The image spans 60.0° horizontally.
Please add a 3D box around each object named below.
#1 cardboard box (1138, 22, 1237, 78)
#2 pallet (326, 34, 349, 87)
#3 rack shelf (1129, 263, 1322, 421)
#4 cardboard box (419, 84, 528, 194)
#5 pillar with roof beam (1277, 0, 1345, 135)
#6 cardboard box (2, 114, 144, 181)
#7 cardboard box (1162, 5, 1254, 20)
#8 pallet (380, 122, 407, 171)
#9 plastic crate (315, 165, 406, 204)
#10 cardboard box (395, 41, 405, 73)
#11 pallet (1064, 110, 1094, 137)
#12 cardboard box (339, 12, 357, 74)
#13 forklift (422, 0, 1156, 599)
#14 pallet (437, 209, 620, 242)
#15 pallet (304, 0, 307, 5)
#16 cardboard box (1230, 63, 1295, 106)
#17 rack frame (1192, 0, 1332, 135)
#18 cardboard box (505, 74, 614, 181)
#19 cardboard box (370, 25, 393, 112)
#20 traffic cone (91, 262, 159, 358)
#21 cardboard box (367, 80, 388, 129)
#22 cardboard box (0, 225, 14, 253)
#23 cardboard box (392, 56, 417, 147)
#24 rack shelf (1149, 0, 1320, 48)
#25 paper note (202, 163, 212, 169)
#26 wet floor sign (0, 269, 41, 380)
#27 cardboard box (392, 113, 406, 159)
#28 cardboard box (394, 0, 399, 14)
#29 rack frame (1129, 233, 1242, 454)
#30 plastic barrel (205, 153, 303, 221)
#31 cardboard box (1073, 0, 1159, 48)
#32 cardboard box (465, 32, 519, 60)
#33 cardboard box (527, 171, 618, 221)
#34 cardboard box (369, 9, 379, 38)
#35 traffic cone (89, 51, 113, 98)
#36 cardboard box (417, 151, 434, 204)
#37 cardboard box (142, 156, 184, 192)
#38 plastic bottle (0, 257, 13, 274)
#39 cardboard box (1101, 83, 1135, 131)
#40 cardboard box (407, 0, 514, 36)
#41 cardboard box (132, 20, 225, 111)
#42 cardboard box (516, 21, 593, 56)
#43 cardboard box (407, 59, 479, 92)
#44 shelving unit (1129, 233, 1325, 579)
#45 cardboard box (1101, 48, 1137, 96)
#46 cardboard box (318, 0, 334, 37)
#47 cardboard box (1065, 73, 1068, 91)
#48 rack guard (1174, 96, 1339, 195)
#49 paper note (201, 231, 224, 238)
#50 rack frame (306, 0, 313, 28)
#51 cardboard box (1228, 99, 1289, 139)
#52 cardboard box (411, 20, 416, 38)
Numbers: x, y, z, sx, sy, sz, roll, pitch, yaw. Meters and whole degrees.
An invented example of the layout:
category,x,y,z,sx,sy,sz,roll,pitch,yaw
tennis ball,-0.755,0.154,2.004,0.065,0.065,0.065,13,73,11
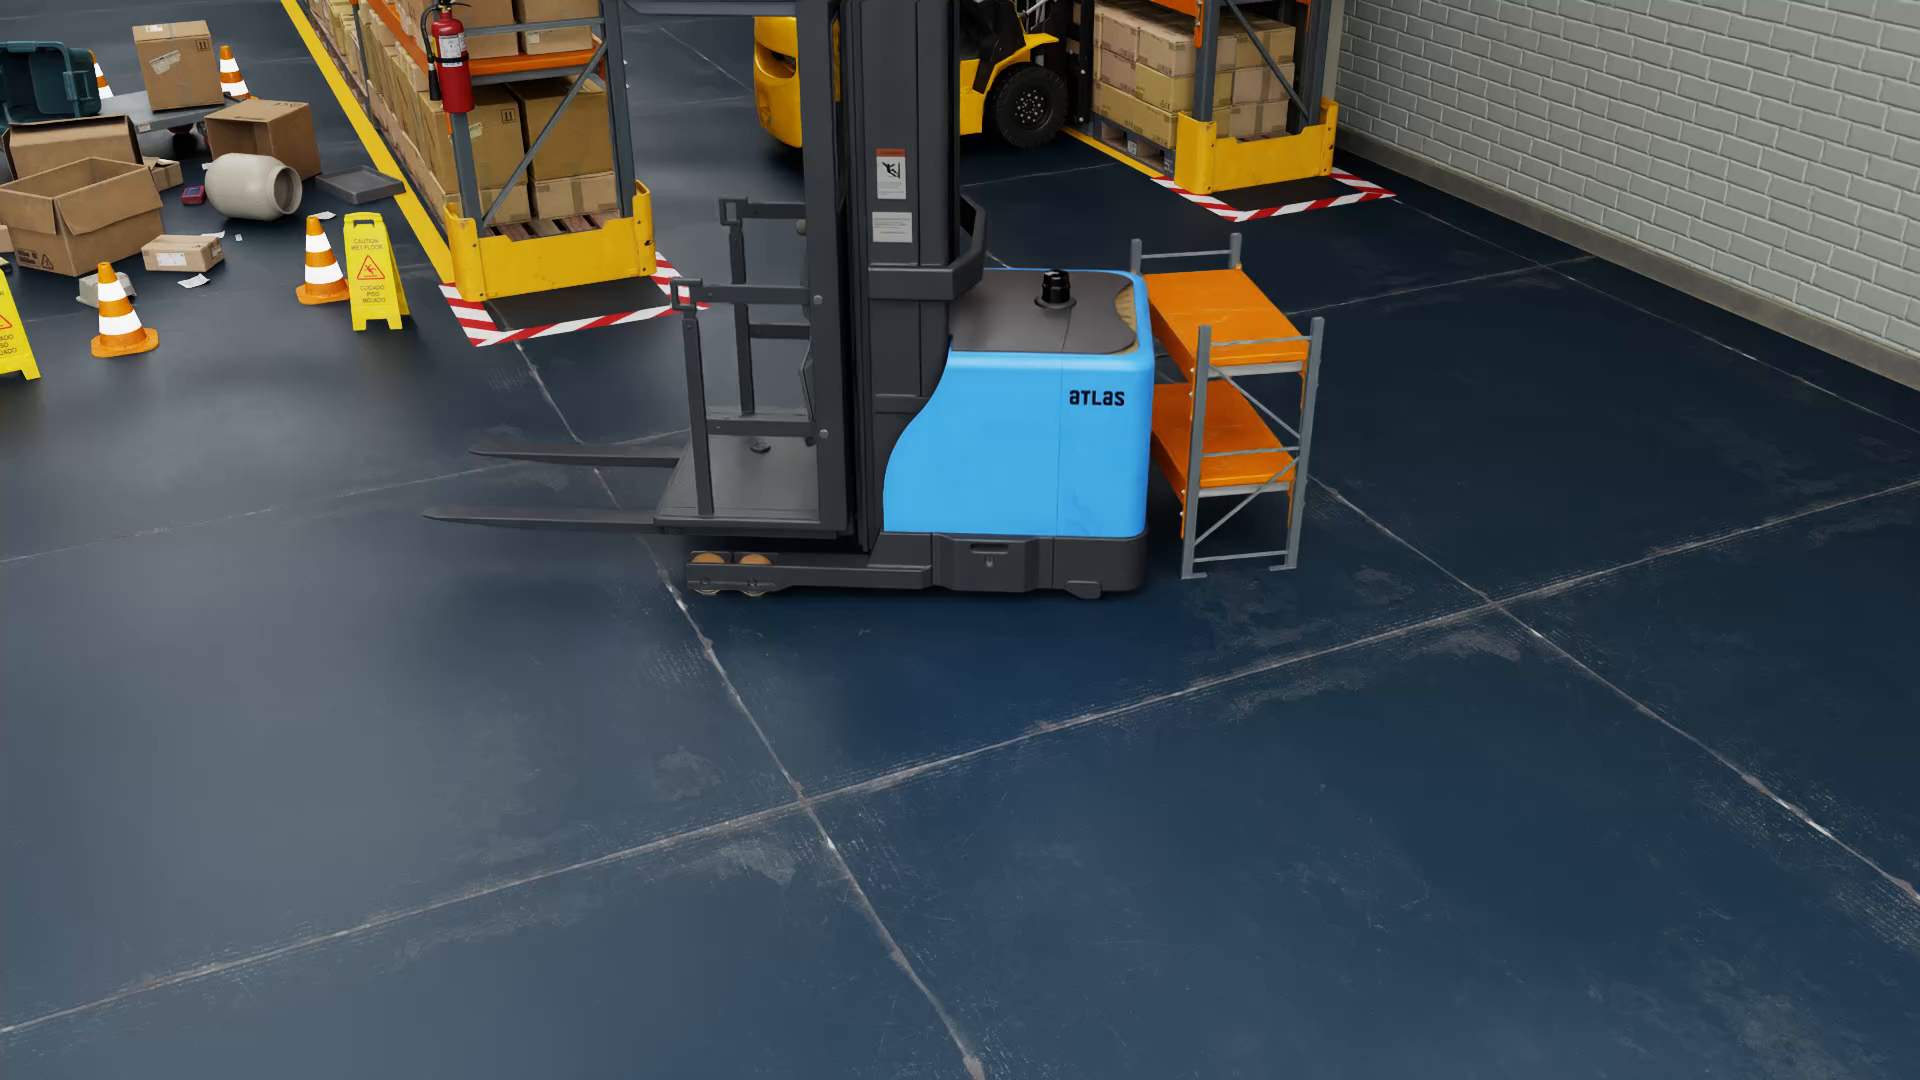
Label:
category,x,y,z,sx,sy,sz,roll,pitch,yaw
cardboard box,1.600,-3.457,11.708,0.500,0.250,0.500,-12,31,-20
pallet,-4.983,-4.289,14.683,1.003,0.211,1.213,-13,32,-22
rack shelf,1.086,-0.855,7.026,0.538,0.278,1.000,-5,30,-9
cardboard box,-2.982,-2.465,10.195,0.500,0.500,0.500,-13,32,-22
pillar with roof beam,-1.294,-6.109,8.943,9.100,9.000,0.400,-13,32,-22
cardboard box,-5.852,-2.481,11.021,0.797,0.637,0.503,-13,32,-22
cardboard box,1.826,-3.791,12.303,0.500,0.250,0.500,-13,32,-22
pallet,-3.799,-3.117,12.592,1.003,0.211,1.213,-13,32,-22
plastic crate,-4.186,-2.483,11.596,0.583,0.080,0.402,26,38,38
cardboard box,-3.416,-3.125,10.708,0.380,0.149,0.250,-12,31,-20
pallet,1.193,-3.550,13.365,1.003,0.211,1.213,-13,32,-22
cardboard box,-4.658,-4.207,13.943,0.950,0.372,0.625,-11,31,-19
forklift,-0.728,-1.305,6.581,3.031,2.935,1.130,2,29,3
pallet,-2.752,-2.039,10.670,1.003,0.211,1.213,-13,32,-22
pallet,-6.107,-5.537,16.908,1.003,0.211,1.213,-13,32,-22
cardboard box,2.065,-3.352,12.032,0.500,0.250,0.500,-12,32,-21
rack frame,2.079,-3.899,11.136,1.000,3.000,0.127,-13,32,-22
cardboard box,-2.509,-2.591,10.419,0.500,0.500,0.500,-14,32,-24
cardboard box,-3.869,-3.382,11.829,0.500,0.500,0.500,-12,31,-20
traffic cone,-4.608,-1.284,9.068,0.336,0.463,0.334,-13,32,-22
cardboard box,-4.110,-3.289,12.430,0.500,0.250,0.500,-15,32,-24
cardboard box,-6.145,-1.973,10.497,0.396,0.266,0.258,-8,30,-13
cardboard box,-3.419,-2.919,11.005,0.500,0.500,0.500,-14,32,-23
rack shelf,1.221,-4.469,12.888,1.077,0.370,4.000,-13,32,-22
paper note,-5.433,-2.735,12.096,0.148,0.019,0.142,-13,32,-22
wet floor sign,-5.029,-1.147,8.636,0.267,0.644,0.232,-19,35,-30
cardboard box,-3.640,-2.821,11.597,0.500,0.250,0.500,-14,32,-23
cardboard box,-3.368,-3.416,10.532,0.380,0.149,0.250,-13,32,-22
rack frame,0.999,-0.845,7.606,0.500,1.125,0.032,-5,30,-9
plastic barrel,-4.656,-2.326,10.965,0.512,0.421,0.421,7,30,13
cardboard box,1.150,-3.902,12.501,0.500,0.250,0.500,-13,32,-21
cardboard box,-2.756,-2.866,9.551,0.380,0.149,0.250,-12,31,-20
cardboard box,-2.499,-2.253,10.584,0.500,0.250,0.500,-13,32,-22
cardboard box,-3.888,-3.604,11.563,0.380,0.149,0.250,-12,31,-20
traffic cone,-6.944,-3.688,13.353,0.336,0.463,0.334,-13,32,-22
cardboard box,-3.207,-2.370,10.792,0.500,0.250,0.500,-13,32,-22
cardboard box,-5.708,-2.619,11.649,0.396,0.266,0.258,13,32,21
plastic bottle,-5.936,-1.691,10.202,0.283,0.061,0.133,26,38,38
cardboard box,1.387,-3.246,12.353,0.500,0.250,0.500,-13,32,-22
cardboard box,-2.884,-3.210,9.502,0.500,0.500,0.500,-14,32,-23
cardboard box,-5.714,-3.475,12.162,0.500,0.500,0.500,-13,32,-22
cardboard box,-2.361,-2.939,9.681,0.380,0.149,0.250,-13,32,-22
cardboard box,-3.200,-2.896,10.300,0.380,0.149,0.250,-12,31,-21
shelving unit,1.086,-0.600,7.169,0.538,1.125,1.048,-5,30,-9
cardboard box,1.382,-3.474,12.249,0.500,0.250,0.500,-13,32,-22
cardboard box,-5.279,-4.850,15.090,0.950,0.372,0.625,-14,32,-23
cardboard box,0.937,-3.693,13.152,0.500,0.250,0.500,-12,31,-20
rack guard,2.090,-2.798,11.729,1.175,0.500,0.348,-13,32,-22
paper note,-4.835,-1.961,10.728,0.148,0.019,0.142,-3,29,-5
rack frame,-5.837,-6.389,15.577,1.000,3.000,0.127,-13,32,-22
cardboard box,2.045,-3.141,12.166,0.500,0.250,0.500,-13,32,-22
cardboard box,-3.056,-3.072,9.919,0.380,0.149,0.250,-14,32,-23
